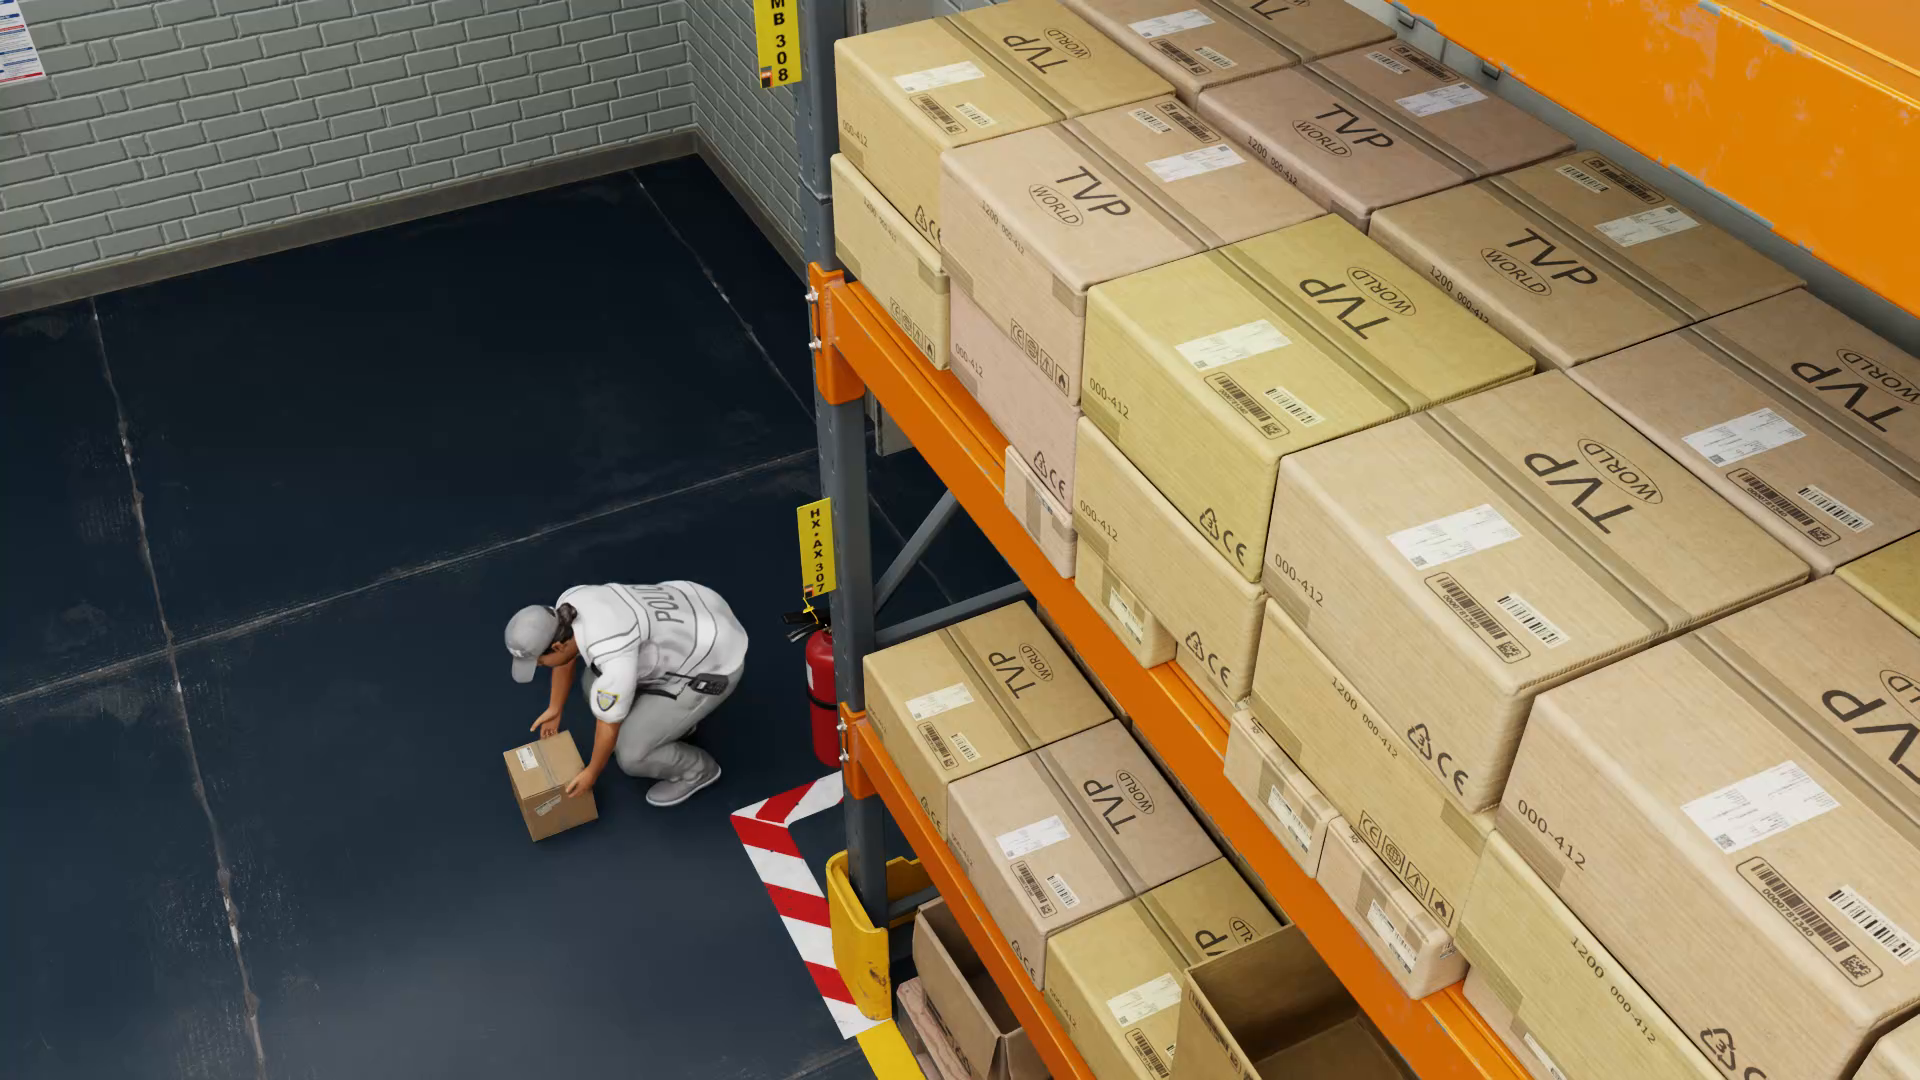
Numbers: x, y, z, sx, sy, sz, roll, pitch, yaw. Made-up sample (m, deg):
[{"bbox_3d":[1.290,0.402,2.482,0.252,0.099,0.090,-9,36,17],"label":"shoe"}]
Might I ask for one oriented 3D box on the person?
[{"bbox_3d":[-1.179,0.519,6.046,0.841,1.041,0.532,-19,45,-20],"label":"person"}]
